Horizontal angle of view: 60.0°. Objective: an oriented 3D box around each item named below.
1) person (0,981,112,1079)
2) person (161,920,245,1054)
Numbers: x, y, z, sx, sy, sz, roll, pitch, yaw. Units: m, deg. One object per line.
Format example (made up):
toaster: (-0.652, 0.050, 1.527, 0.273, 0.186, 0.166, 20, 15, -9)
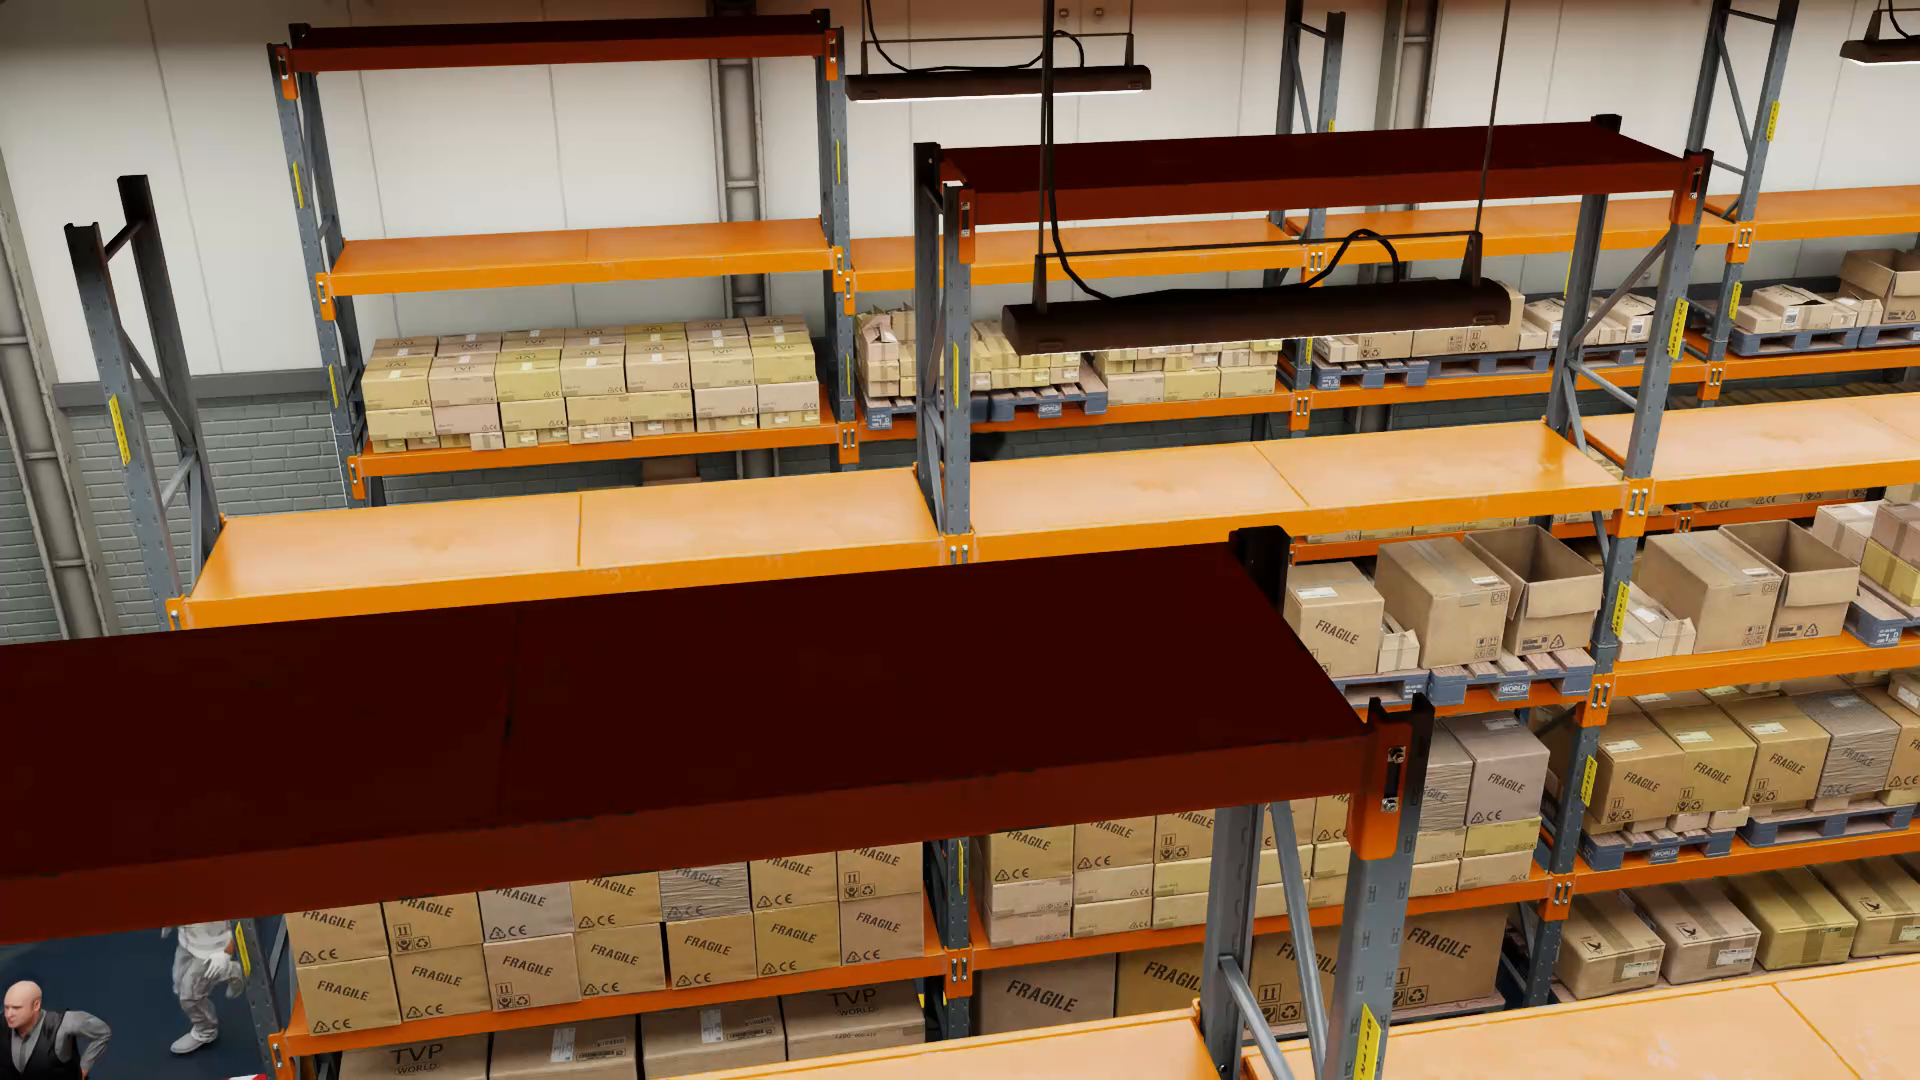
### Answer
person: (-5.240, 3.239, 9.637, 0.662, 1.773, 0.805, 3, 26, 7)
person: (-4.896, 2.630, 10.894, 0.727, 1.711, 0.660, 18, 31, 32)
